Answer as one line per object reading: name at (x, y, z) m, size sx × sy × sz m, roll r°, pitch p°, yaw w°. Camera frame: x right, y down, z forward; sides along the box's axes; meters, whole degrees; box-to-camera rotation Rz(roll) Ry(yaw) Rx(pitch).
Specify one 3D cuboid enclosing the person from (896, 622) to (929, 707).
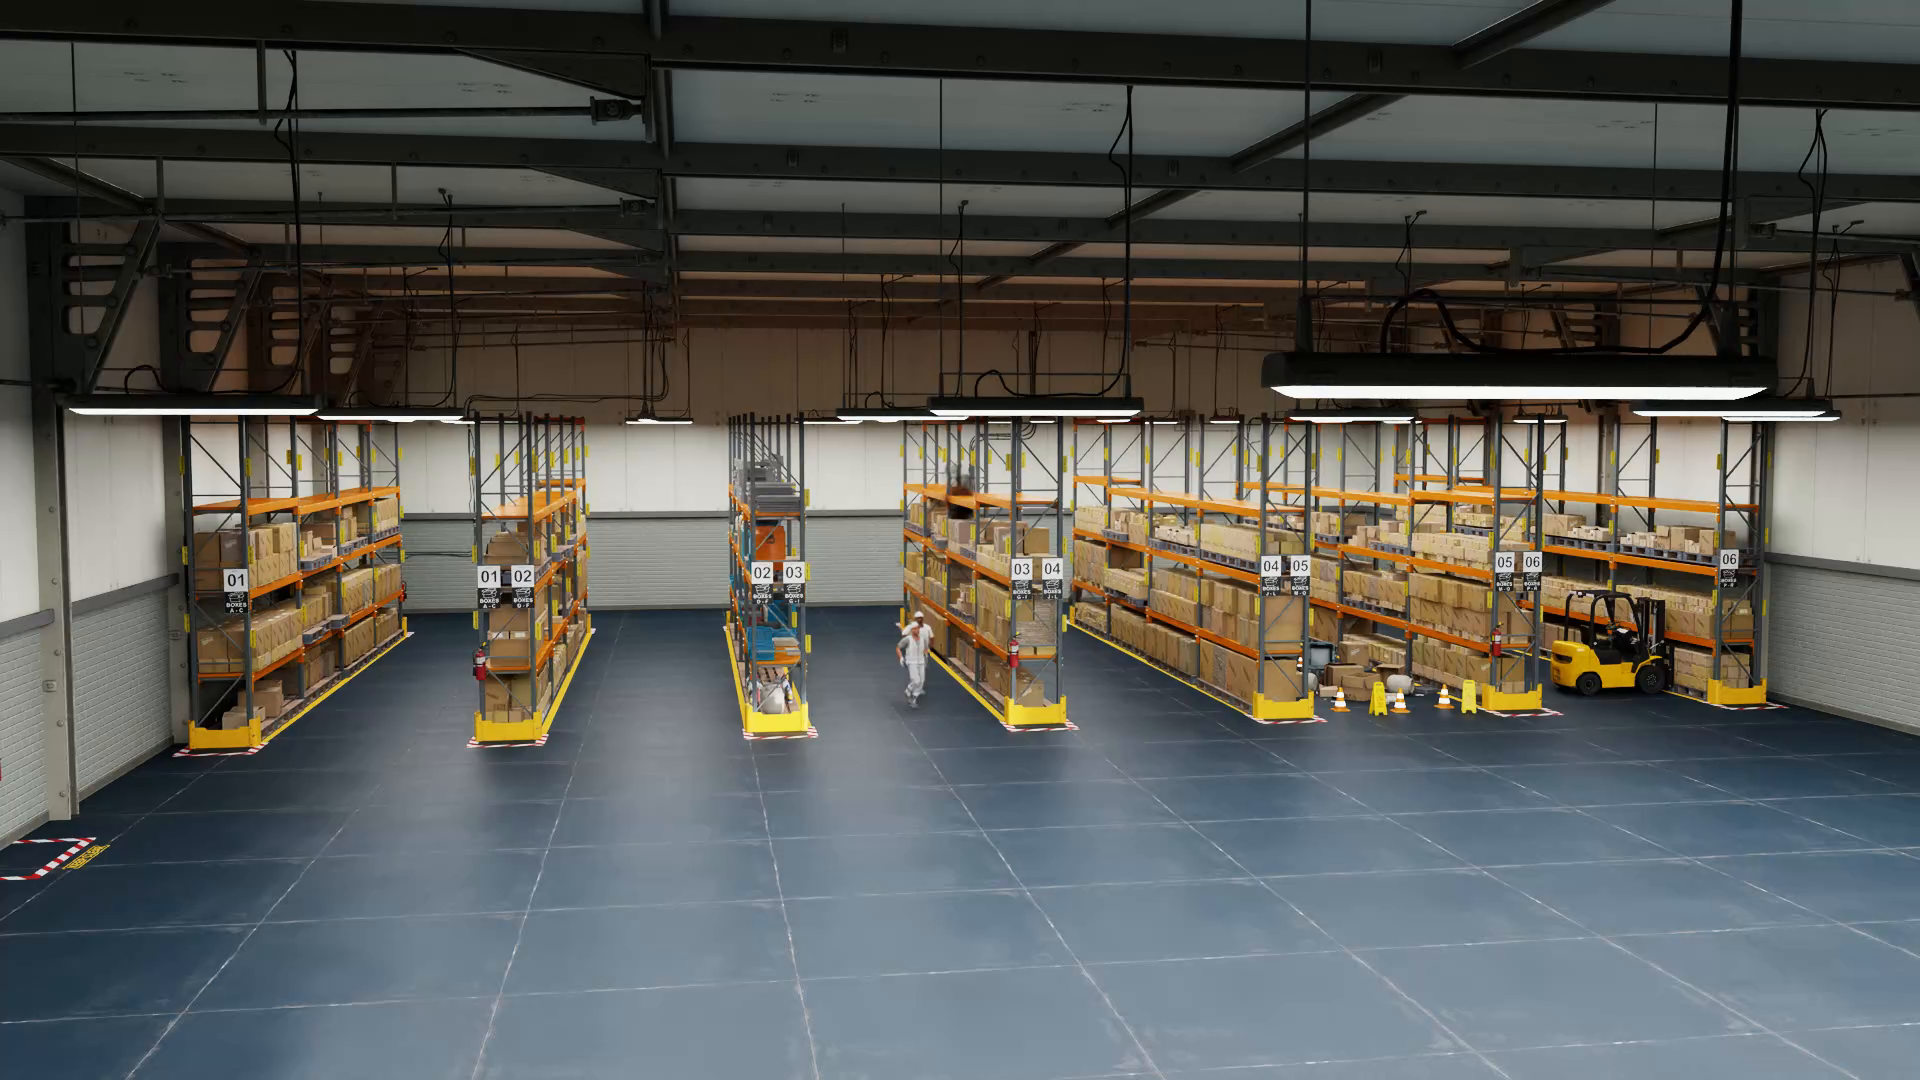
person at (-0.888, 2.544, 33.810) m, size 0.646 × 1.744 × 0.598 m, roll -2°, pitch 5°, yaw -30°

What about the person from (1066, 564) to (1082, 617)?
person at (3.569, 1.517, 49.799) m, size 0.824 × 1.782 × 0.763 m, roll 0°, pitch 4°, yaw 4°

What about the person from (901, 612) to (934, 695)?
person at (-0.893, 2.418, 35.895) m, size 0.700 × 1.762 × 0.881 m, roll -1°, pitch 4°, yaw -17°
